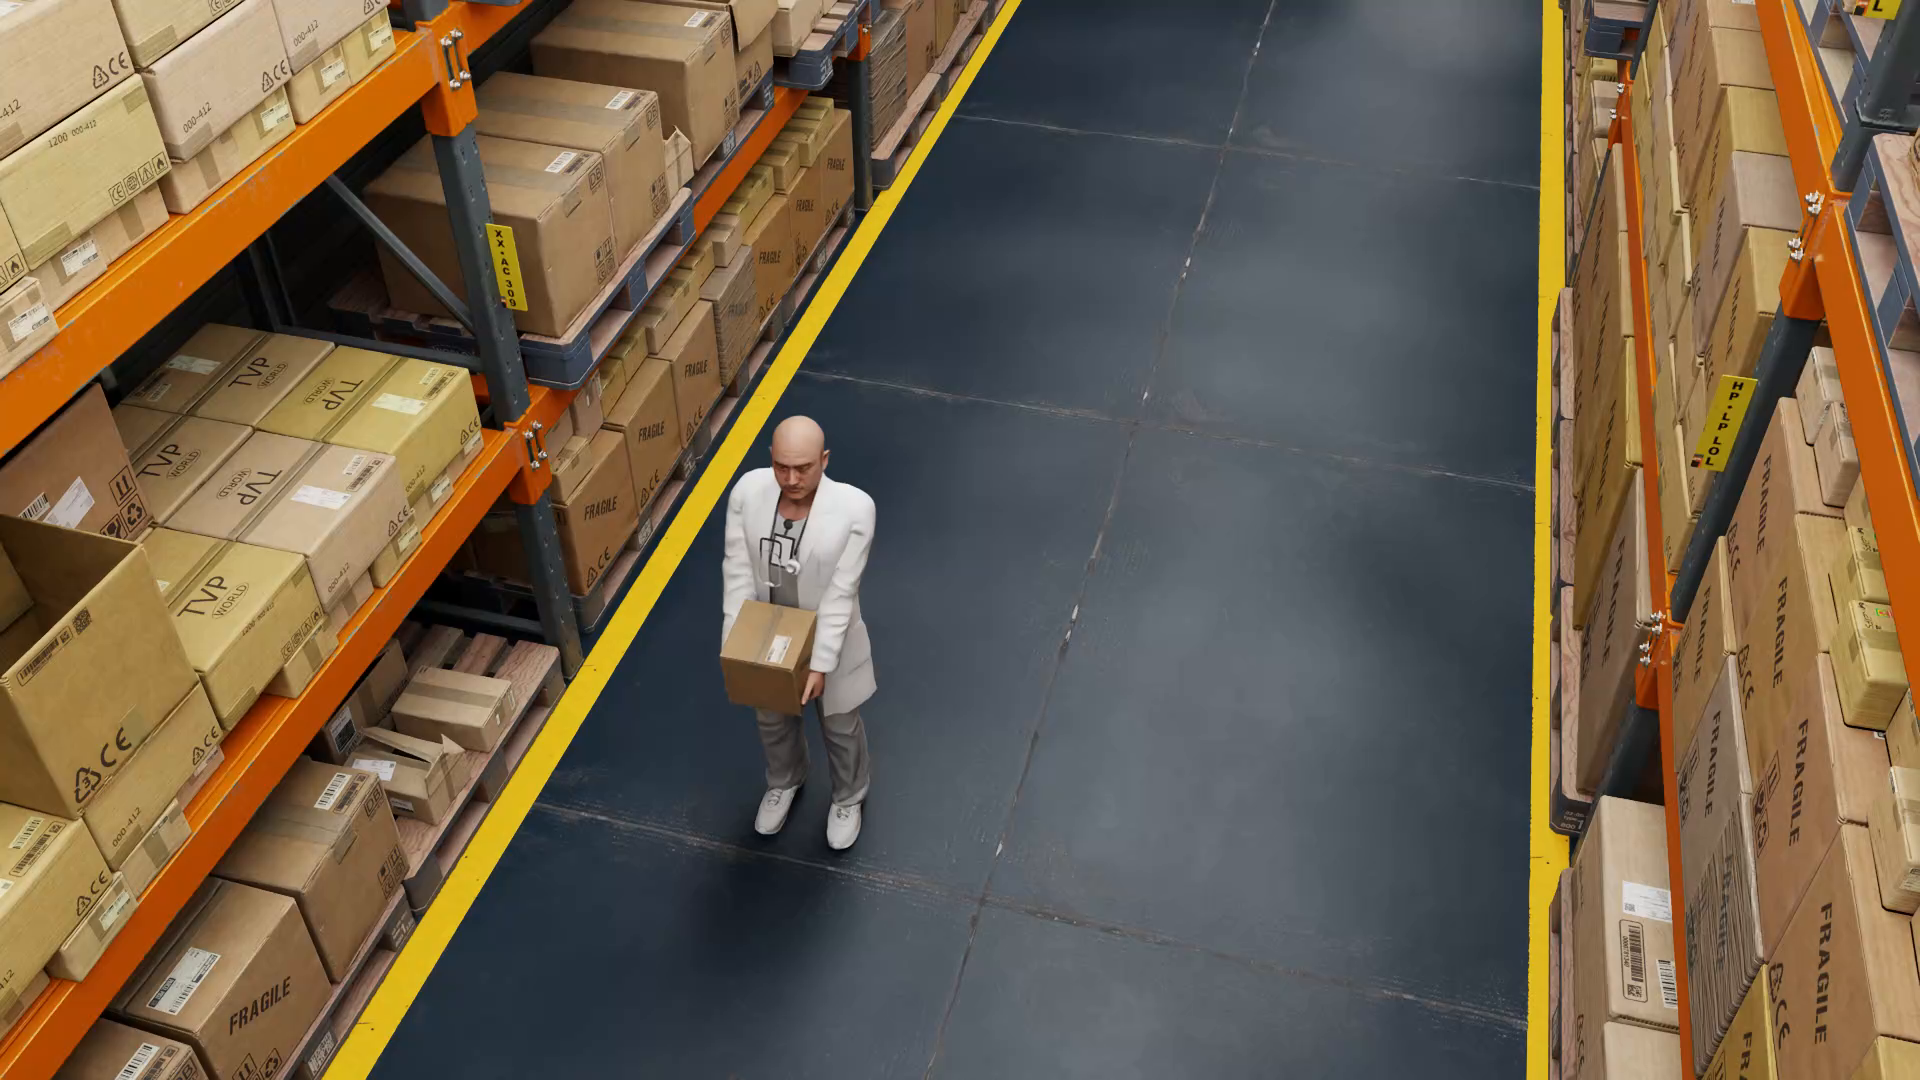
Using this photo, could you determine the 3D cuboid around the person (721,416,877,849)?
[{"bbox_3d":[-0.567,0.399,5.704,0.525,1.779,0.548,10,41,11],"label":"person"}]
